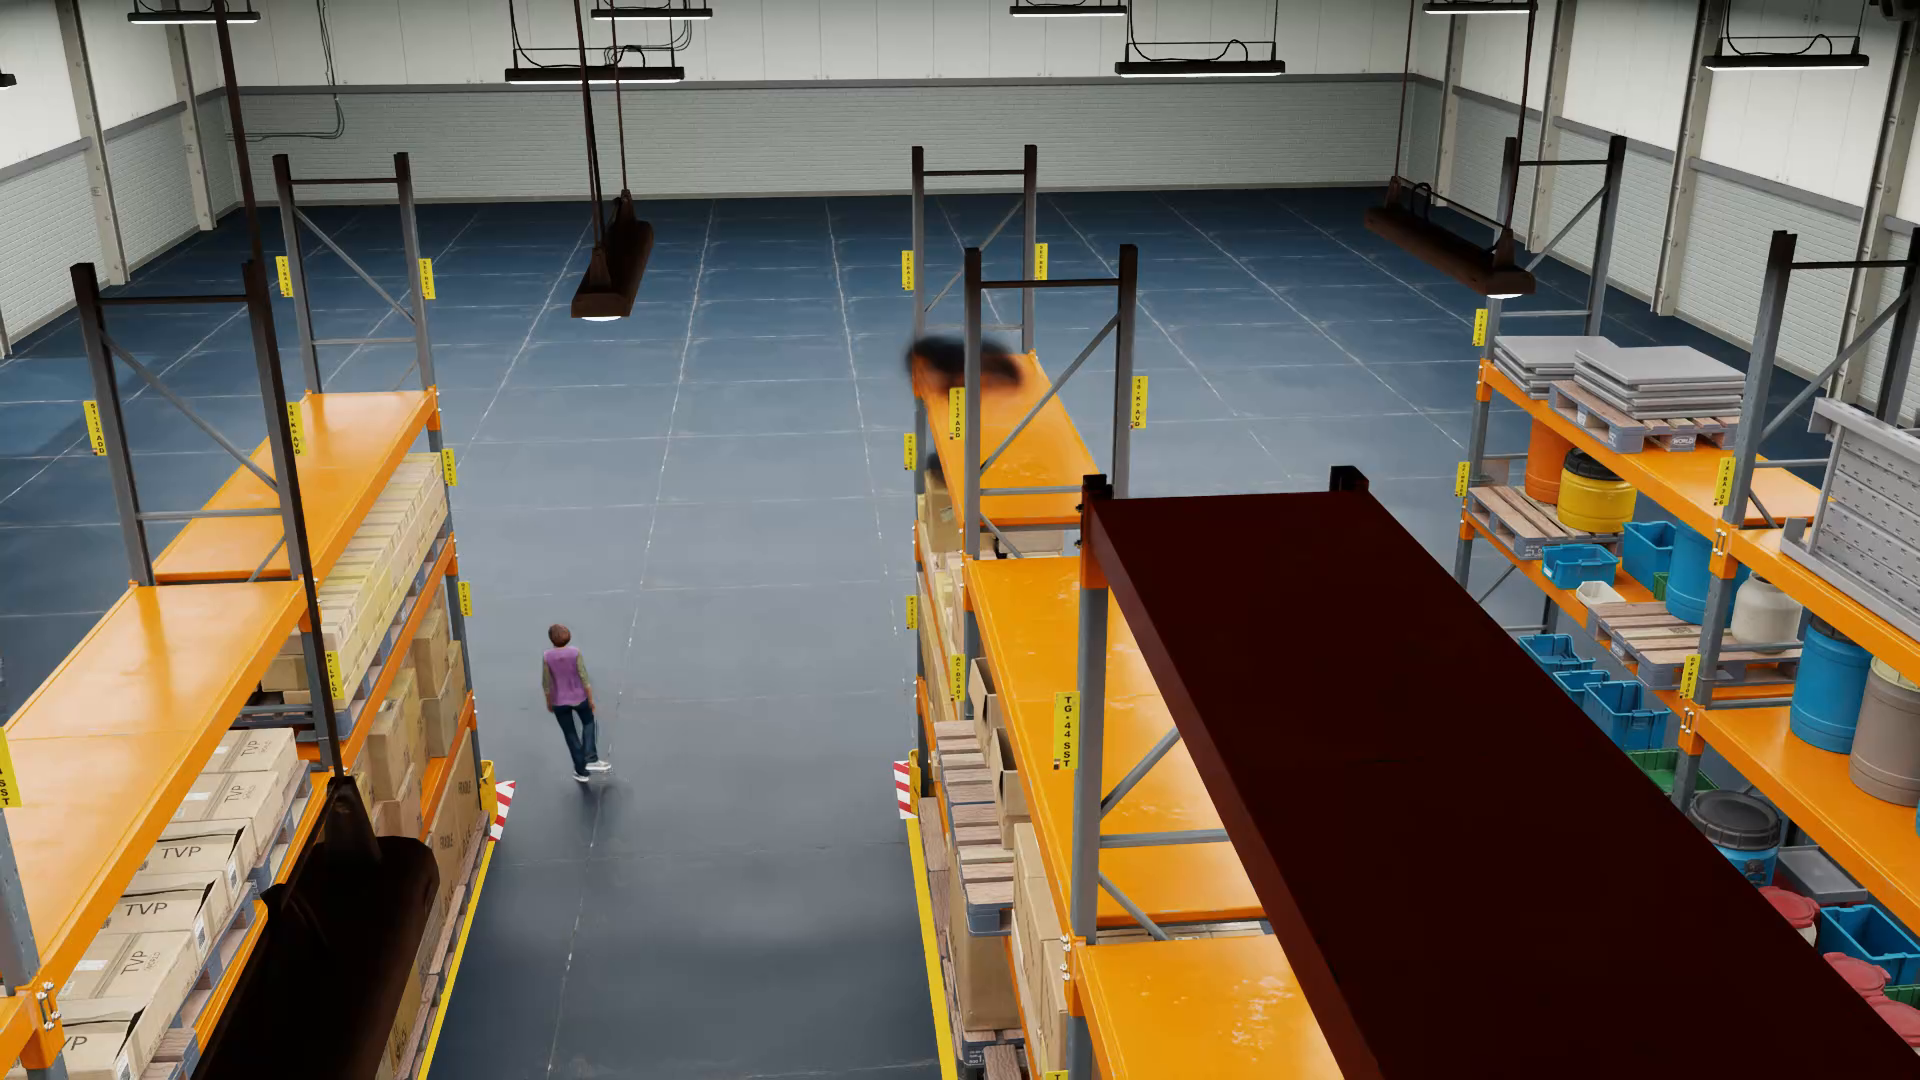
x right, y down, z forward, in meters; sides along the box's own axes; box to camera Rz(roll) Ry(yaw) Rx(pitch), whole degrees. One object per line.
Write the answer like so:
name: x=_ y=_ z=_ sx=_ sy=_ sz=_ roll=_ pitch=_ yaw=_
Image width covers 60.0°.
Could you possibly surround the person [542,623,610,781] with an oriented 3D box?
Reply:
person: x=-3.627 y=1.528 z=15.627 sx=0.552 sy=1.595 sz=0.419 roll=-7 pitch=23 yaw=-16
